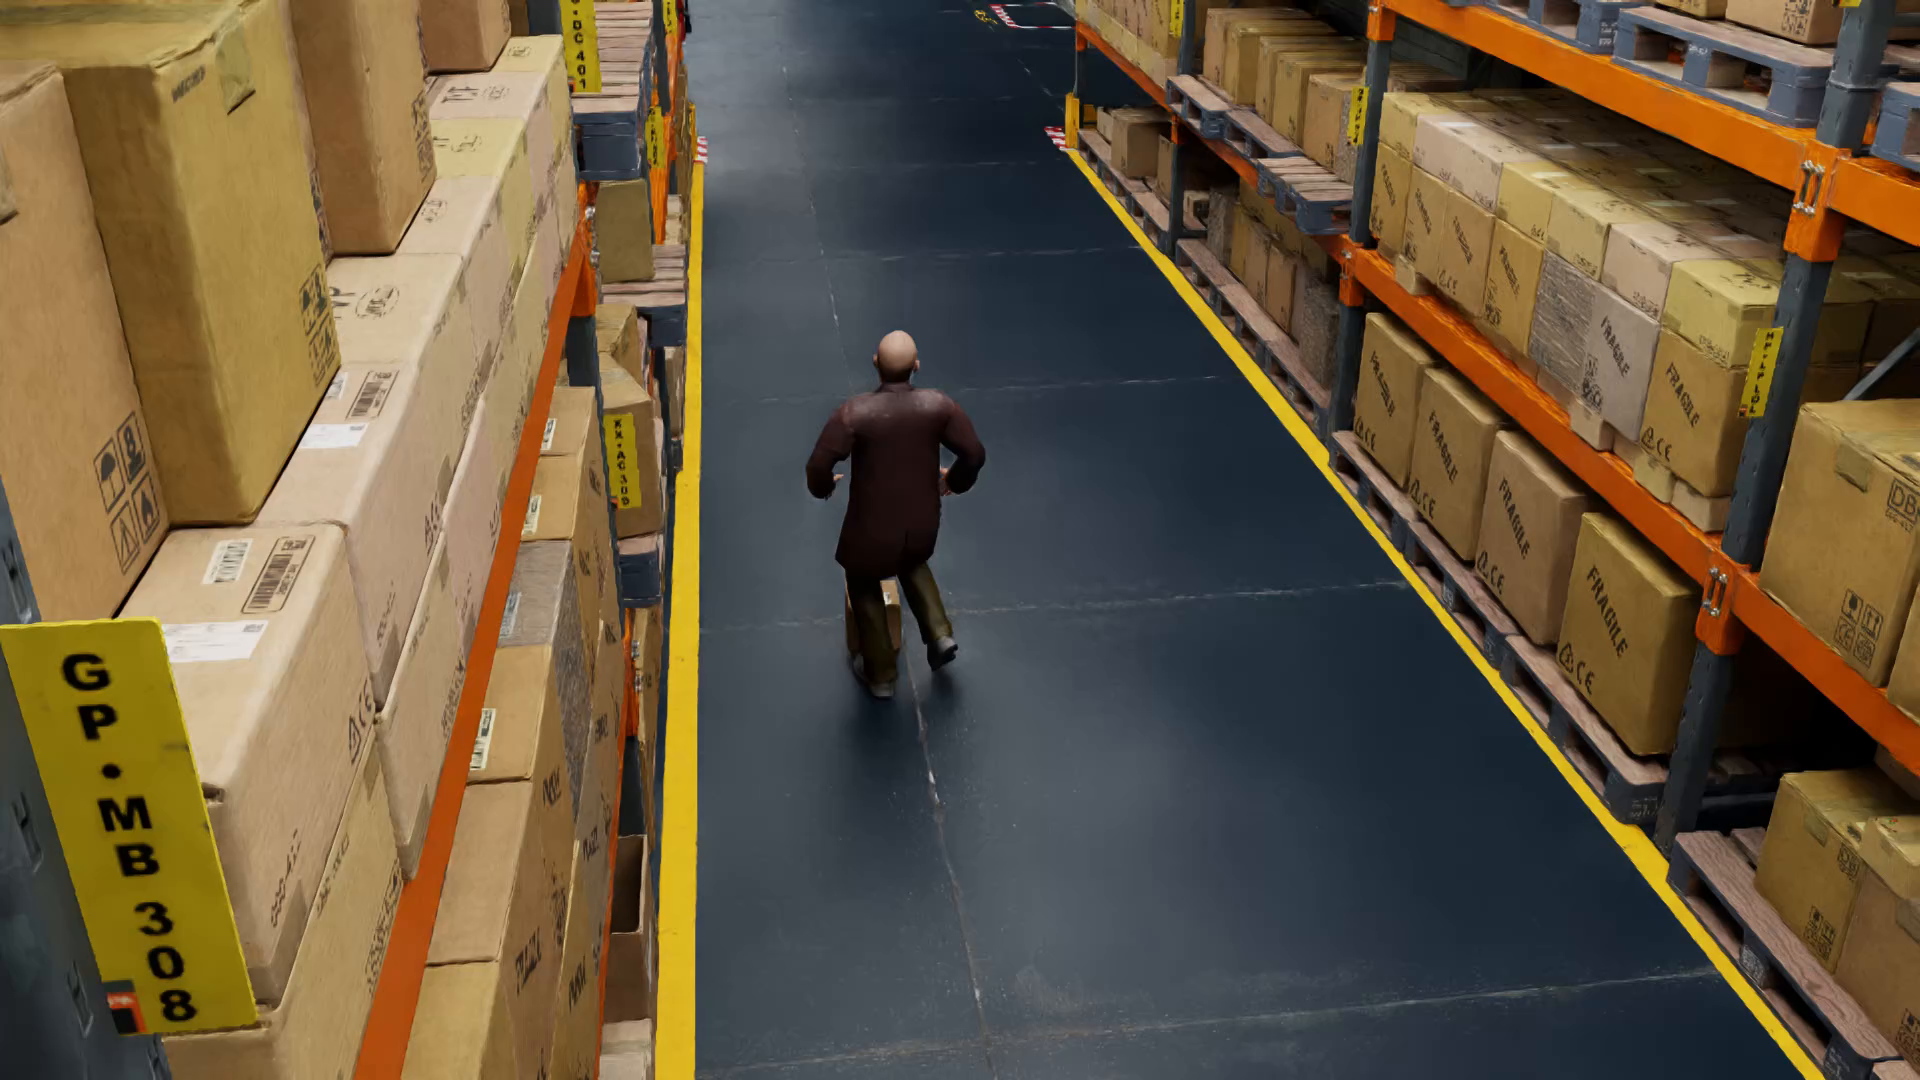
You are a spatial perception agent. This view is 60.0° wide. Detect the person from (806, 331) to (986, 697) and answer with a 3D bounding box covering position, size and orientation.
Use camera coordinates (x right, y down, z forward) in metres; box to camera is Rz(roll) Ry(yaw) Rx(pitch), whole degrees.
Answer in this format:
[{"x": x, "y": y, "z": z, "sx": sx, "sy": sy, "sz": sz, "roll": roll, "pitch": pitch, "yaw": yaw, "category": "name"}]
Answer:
[{"x": -0.318, "y": -0.116, "z": 7.400, "sx": 0.788, "sy": 1.749, "sz": 0.519, "roll": -11, "pitch": 29, "yaw": -20, "category": "person"}]
